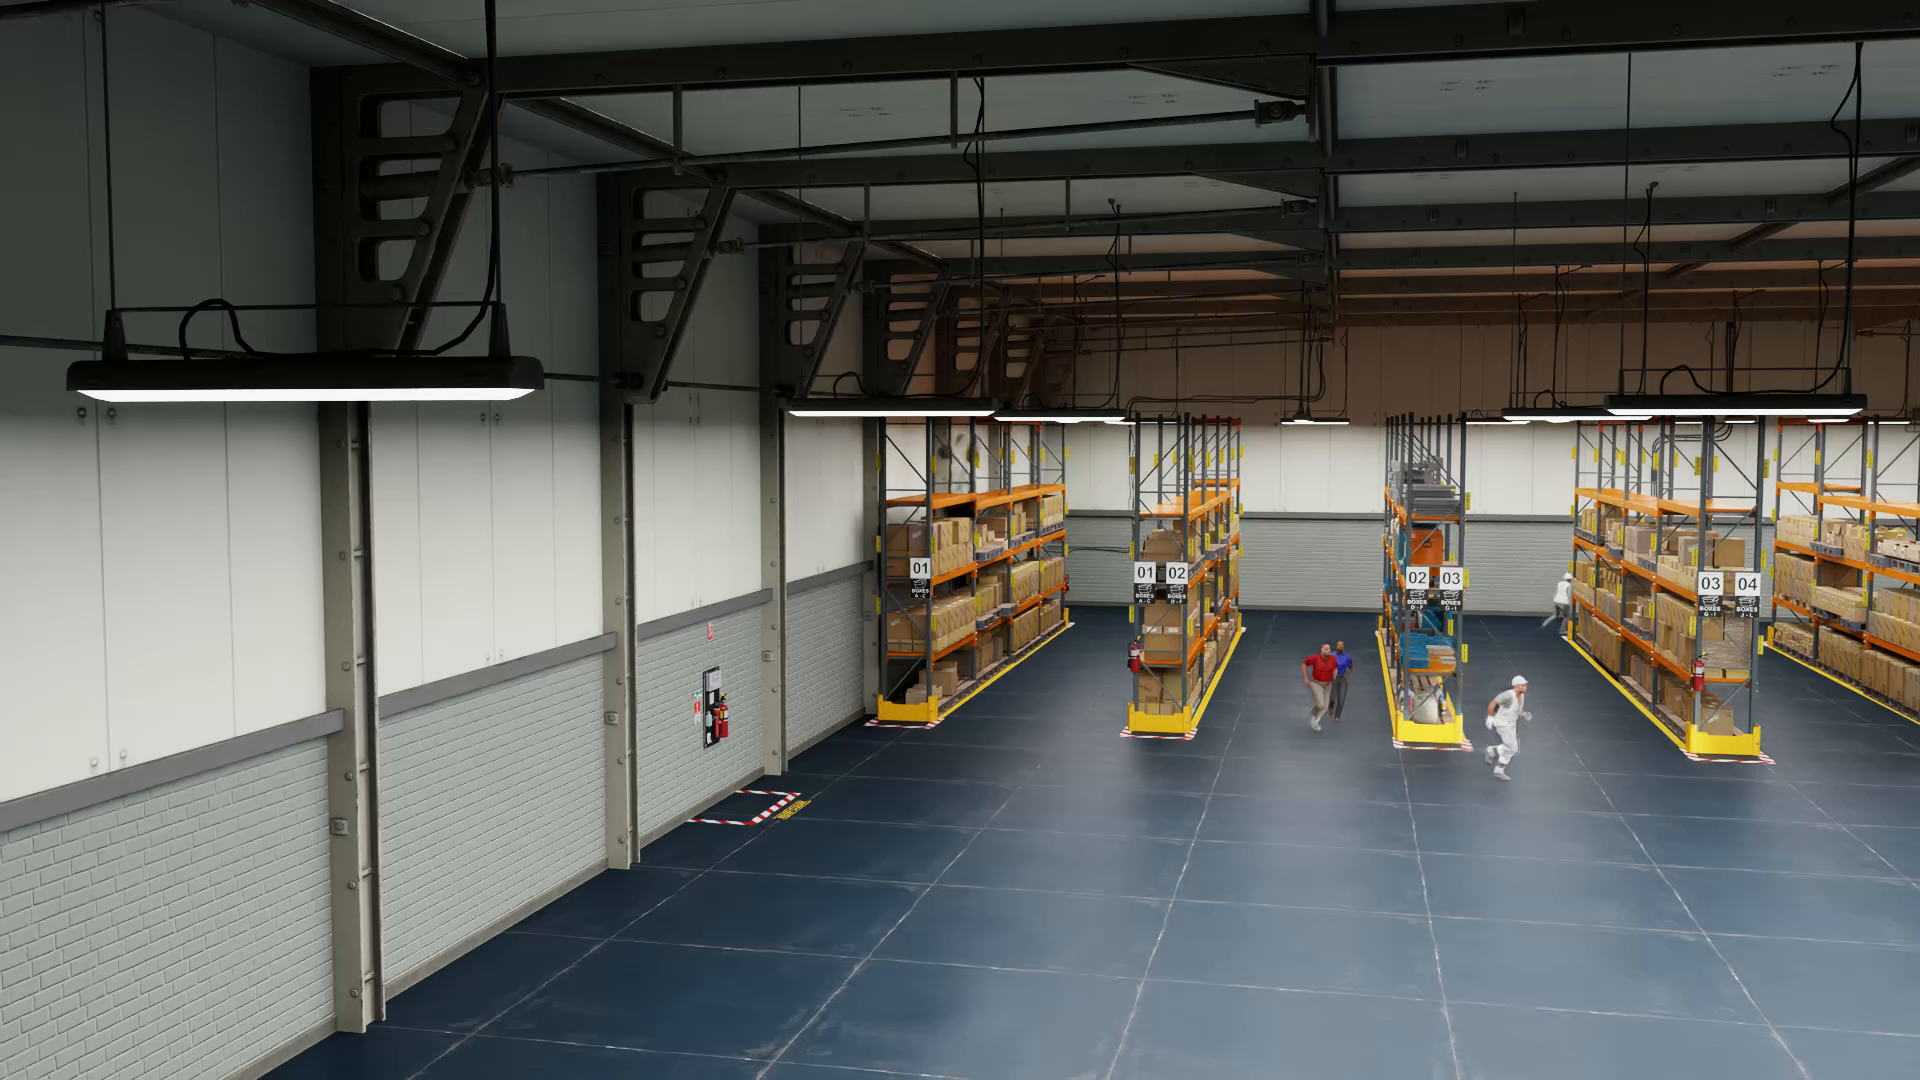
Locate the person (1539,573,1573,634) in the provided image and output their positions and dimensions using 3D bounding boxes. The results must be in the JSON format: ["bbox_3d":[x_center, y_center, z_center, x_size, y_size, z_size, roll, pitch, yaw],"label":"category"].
[{"bbox_3d":[16.535,1.753,45.926,0.805,1.712,0.703,-1,4,-16],"label":"person"}]

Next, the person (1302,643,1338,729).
[{"bbox_3d":[6.830,2.759,31.327,0.628,1.661,0.705,-1,4,-21],"label":"person"}]

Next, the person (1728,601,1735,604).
[{"bbox_3d":[20.441,1.847,44.065,0.693,1.749,1.139,2,4,29],"label":"person"}]

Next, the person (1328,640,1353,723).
[{"bbox_3d":[7.325,2.745,32.176,0.570,1.611,0.559,1,4,8],"label":"person"}]

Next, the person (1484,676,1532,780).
[{"bbox_3d":[8.929,3.049,27.099,0.747,1.708,0.652,4,5,42],"label":"person"}]
